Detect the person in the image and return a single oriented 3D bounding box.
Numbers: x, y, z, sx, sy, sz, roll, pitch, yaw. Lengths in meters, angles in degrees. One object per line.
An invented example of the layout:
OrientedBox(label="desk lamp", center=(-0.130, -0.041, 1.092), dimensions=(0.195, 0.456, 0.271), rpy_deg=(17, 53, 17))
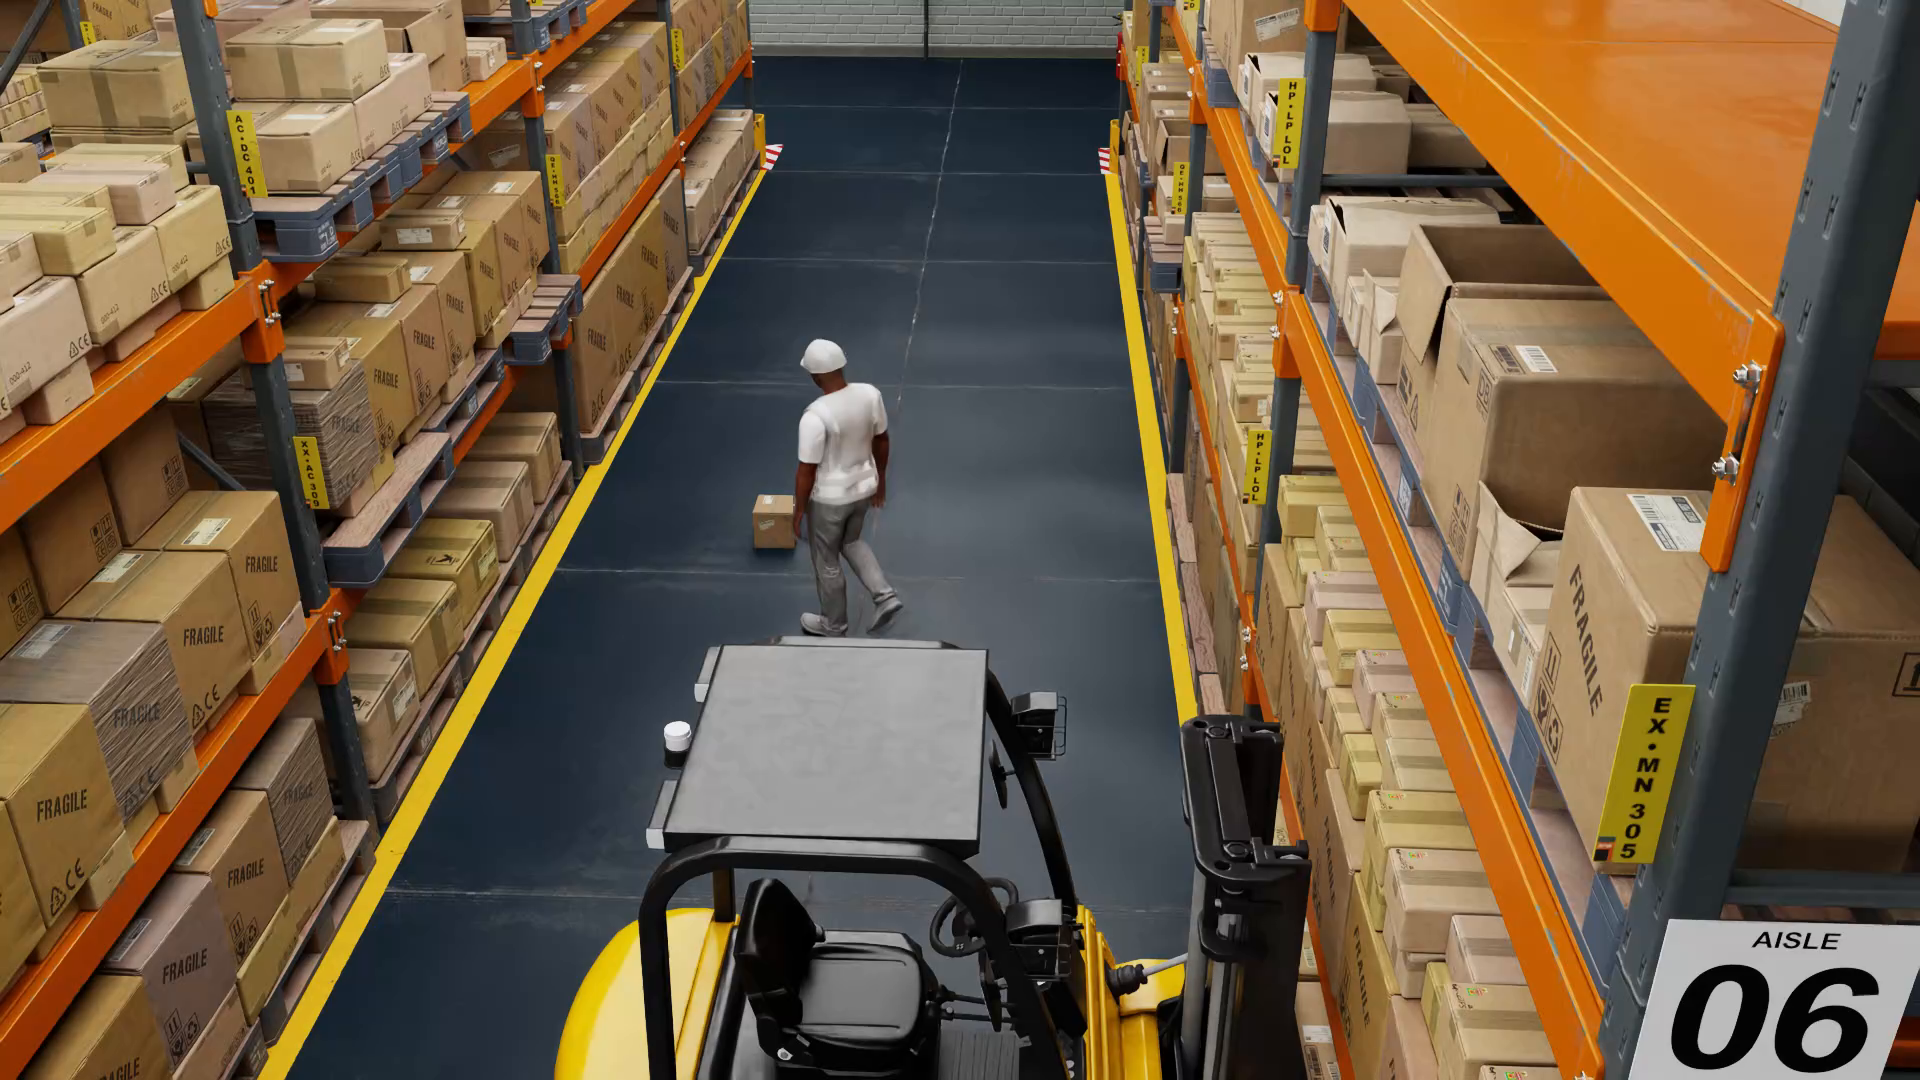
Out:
OrientedBox(label="person", center=(-0.606, -0.240, 9.020), dimensions=(0.604, 1.761, 0.629), rpy_deg=(23, 36, 37))
